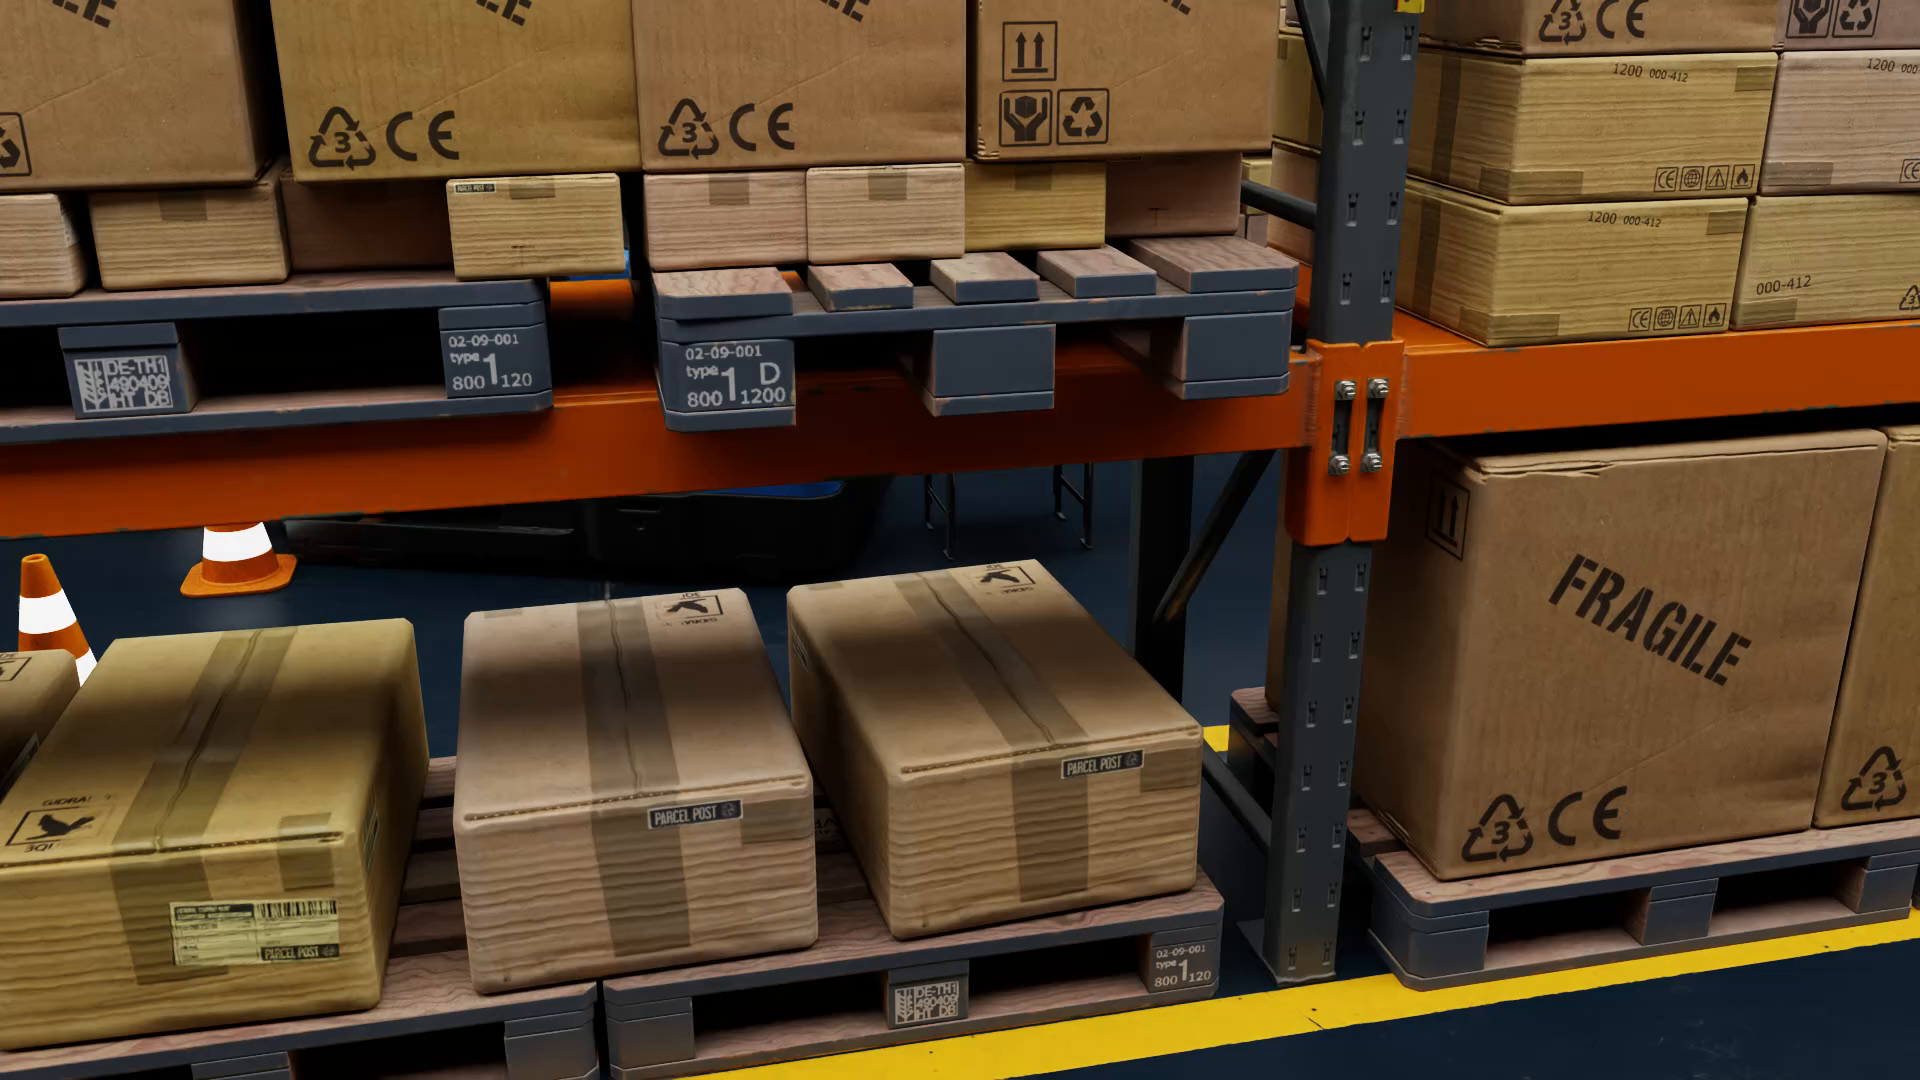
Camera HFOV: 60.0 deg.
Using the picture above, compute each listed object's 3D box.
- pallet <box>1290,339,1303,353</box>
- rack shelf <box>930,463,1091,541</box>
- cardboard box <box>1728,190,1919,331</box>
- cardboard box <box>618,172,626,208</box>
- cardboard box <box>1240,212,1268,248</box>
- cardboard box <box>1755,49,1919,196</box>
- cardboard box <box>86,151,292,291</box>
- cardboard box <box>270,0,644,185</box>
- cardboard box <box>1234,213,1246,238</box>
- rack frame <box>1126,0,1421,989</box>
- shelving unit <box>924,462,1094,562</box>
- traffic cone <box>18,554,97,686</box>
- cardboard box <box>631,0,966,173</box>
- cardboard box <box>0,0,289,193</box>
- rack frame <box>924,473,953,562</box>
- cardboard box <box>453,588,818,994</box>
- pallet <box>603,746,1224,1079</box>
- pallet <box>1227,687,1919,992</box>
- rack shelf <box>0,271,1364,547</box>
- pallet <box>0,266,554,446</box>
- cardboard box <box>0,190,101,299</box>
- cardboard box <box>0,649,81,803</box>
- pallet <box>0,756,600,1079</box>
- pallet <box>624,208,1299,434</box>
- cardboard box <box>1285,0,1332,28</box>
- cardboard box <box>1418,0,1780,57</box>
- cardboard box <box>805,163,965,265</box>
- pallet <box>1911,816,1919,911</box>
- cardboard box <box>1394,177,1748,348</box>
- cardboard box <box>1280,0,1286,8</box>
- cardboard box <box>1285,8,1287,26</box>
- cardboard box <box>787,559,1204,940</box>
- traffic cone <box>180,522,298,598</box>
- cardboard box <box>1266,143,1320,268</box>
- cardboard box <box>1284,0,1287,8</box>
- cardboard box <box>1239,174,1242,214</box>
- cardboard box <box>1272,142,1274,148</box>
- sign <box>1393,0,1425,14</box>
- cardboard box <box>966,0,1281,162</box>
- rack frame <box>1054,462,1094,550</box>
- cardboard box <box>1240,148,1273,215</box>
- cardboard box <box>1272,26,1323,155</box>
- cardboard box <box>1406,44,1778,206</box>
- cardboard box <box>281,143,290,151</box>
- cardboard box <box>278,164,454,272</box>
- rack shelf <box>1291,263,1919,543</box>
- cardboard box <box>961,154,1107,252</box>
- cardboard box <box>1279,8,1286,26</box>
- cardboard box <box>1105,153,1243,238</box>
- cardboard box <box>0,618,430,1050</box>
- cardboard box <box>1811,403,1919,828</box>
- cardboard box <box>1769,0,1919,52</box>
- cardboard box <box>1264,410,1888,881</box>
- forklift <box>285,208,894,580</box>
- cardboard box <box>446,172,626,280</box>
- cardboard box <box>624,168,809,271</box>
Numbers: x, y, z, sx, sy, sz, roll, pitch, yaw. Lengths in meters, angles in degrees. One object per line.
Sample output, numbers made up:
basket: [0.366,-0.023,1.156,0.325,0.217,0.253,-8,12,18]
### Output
pallet: [1.295,-1.173,8.711,1.213,0.211,1.003,-5,21,-12]
rack shelf: [0.161,-0.329,5.735,0.480,0.518,0.431,-5,21,-12]
cardboard box: [1.616,-0.608,3.331,0.500,0.250,0.500,-5,21,-14]
cardboard box: [-0.605,-0.761,3.285,0.250,0.149,0.380,-5,21,-12]
cardboard box: [1.580,-1.444,8.418,0.500,0.500,0.500,-5,21,-14]
cardboard box: [1.639,-0.839,3.236,0.500,0.250,0.500,-4,21,-11]
cardboard box: [-1.168,-0.502,2.580,0.250,0.149,0.380,-5,21,-14]
cardboard box: [-0.784,-0.847,2.577,0.500,0.500,0.500,-6,21,-16]
cardboard box: [1.083,-1.403,8.308,0.500,0.500,0.500,-5,21,-14]
rack frame: [0.586,-0.677,3.302,0.127,3.000,1.000,-5,21,-12]
shelving unit: [0.161,-0.999,5.489,0.503,2.100,0.431,-5,21,-12]
traffic cone: [-2.422,0.264,4.421,0.334,0.463,0.336,-5,21,-12]
cardboard box: [-0.293,-0.887,2.687,0.500,0.500,0.500,-5,21,-13]
cardboard box: [-1.315,-0.804,2.460,0.500,0.500,0.500,-6,21,-15]
rack frame: [-0.076,-0.980,5.436,0.015,2.100,0.400,-5,21,-12]
cardboard box: [-0.682,0.462,3.402,0.625,0.372,0.950,-5,21,-14]
pallet: [-0.175,0.694,3.614,1.213,0.211,1.003,-5,21,-12]
pallet: [1.371,0.595,3.883,1.213,0.211,1.003,-5,21,-12]
rack shelf: [-1.360,-0.181,2.994,4.000,0.370,1.077,-5,21,-12]
pallet: [-1.331,-0.417,2.870,1.213,0.211,1.003,-5,21,-12]
cardboard box: [-1.421,-0.472,2.496,0.250,0.149,0.380,-4,20,-10]
cardboard box: [-2.098,0.576,3.092,0.625,0.372,0.950,-3,20,-9]
pallet: [-1.359,0.789,3.354,1.213,0.211,1.003,-5,21,-12]
pallet: [-0.083,-0.495,3.084,1.003,0.211,1.213,-5,21,-12]
cardboard box: [1.029,-1.322,3.464,0.500,0.500,0.500,-5,21,-14]
cardboard box: [1.122,-1.151,2.996,0.500,0.500,0.500,-5,21,-14]
cardboard box: [-0.158,-0.571,2.768,0.250,0.149,0.380,-5,21,-13]
pallet: [2.556,0.500,4.143,1.213,0.211,1.003,-5,21,-12]
cardboard box: [1.120,-0.561,3.204,0.500,0.250,0.500,-5,21,-13]
cardboard box: [1.380,-2.641,7.986,0.250,0.149,0.380,-4,20,-11]
cardboard box: [1.634,-2.520,8.088,0.250,0.149,0.380,-4,20,-10]
cardboard box: [0.034,0.401,3.569,0.625,0.372,0.950,-6,21,-16]
traffic cone: [-2.370,-0.094,5.398,0.334,0.463,0.336,-5,21,-12]
cardboard box: [1.019,-0.734,3.674,0.500,0.250,0.500,-5,21,-14]
cardboard box: [1.618,-2.658,8.033,0.250,0.149,0.380,-5,21,-12]
cardboard box: [1.054,-1.750,8.165,0.500,0.250,0.500,-4,21,-12]
cardboard box: [1.447,-1.966,8.755,0.500,0.250,0.500,-4,20,-10]
sign: [0.720,-1.003,2.623,0.005,0.325,0.100,-5,21,-12]
cardboard box: [0.208,-0.932,2.809,0.500,0.500,0.500,-5,21,-14]
rack frame: [0.399,-1.018,5.542,0.015,2.100,0.400,-5,21,-12]
cardboard box: [1.560,-1.792,8.278,0.500,0.250,0.500,-6,21,-15]
cardboard box: [0.999,-0.965,3.579,0.500,0.250,0.500,-5,21,-13]
cardboard box: [1.136,-0.799,3.126,0.500,0.250,0.500,-5,21,-13]
cardboard box: [-1.088,-0.680,3.065,0.250,0.149,0.380,-4,20,-10]
cardboard box: [-0.943,-0.550,2.709,0.250,0.149,0.380,-4,21,-12]
rack shelf: [2.533,-0.498,3.858,4.000,0.370,1.077,-5,21,-12]
cardboard box: [0.077,-0.606,2.863,0.250,0.149,0.380,-4,21,-12]
cardboard box: [1.374,-2.499,8.030,0.250,0.149,0.380,-5,21,-14]
cardboard box: [0.321,-0.652,2.987,0.250,0.149,0.380,-4,20,-10]
cardboard box: [-1.421,0.520,3.243,0.625,0.372,0.950,-4,20,-11]
cardboard box: [2.147,0.027,3.857,0.875,0.875,0.875,-4,21,-12]
cardboard box: [1.603,-1.193,3.112,0.500,0.500,0.500,-5,21,-12]
cardboard box: [1.278,0.097,3.669,0.875,0.875,0.875,-5,21,-13]
forklift: [-1.811,-1.466,5.555,3.031,2.935,1.130,3,20,8]
cardboard box: [-0.669,-0.527,2.648,0.250,0.149,0.380,-4,21,-12]
cardboard box: [-0.405,-0.554,2.721,0.250,0.149,0.380,-6,21,-15]
